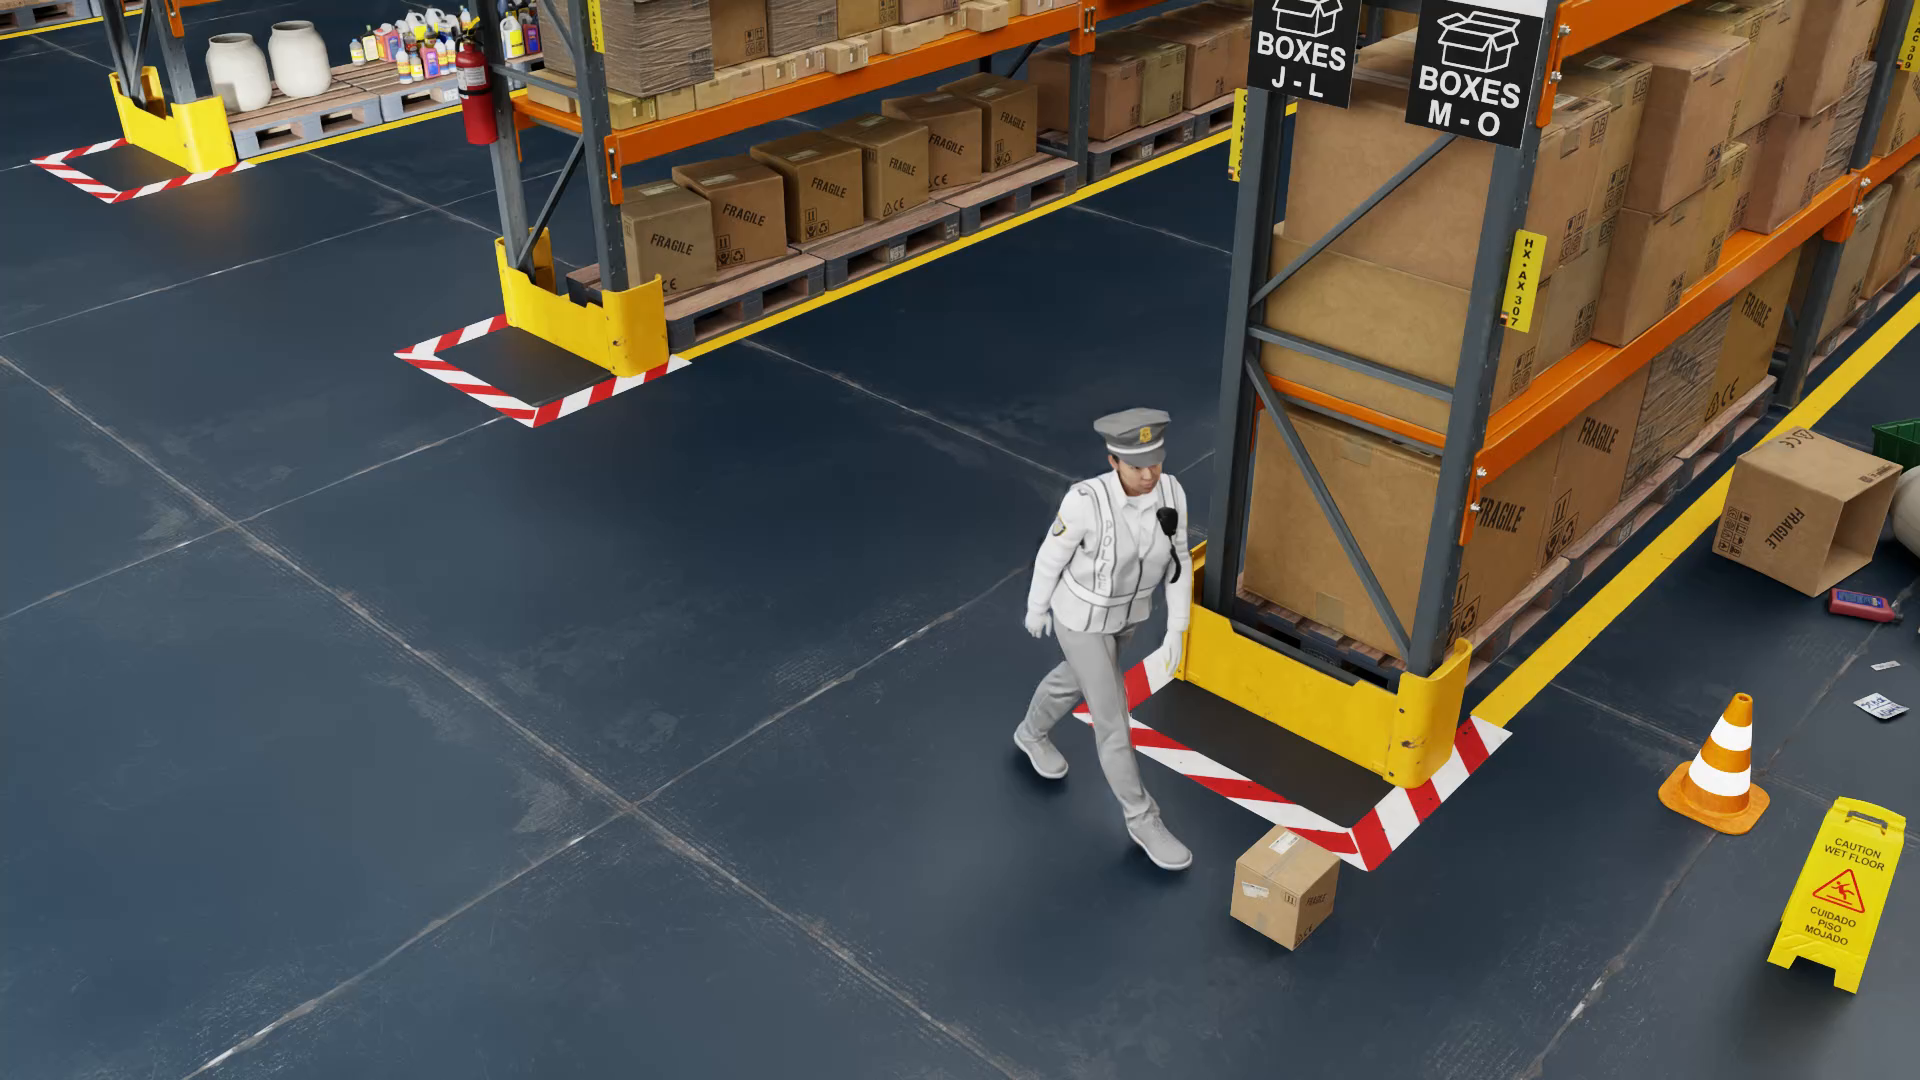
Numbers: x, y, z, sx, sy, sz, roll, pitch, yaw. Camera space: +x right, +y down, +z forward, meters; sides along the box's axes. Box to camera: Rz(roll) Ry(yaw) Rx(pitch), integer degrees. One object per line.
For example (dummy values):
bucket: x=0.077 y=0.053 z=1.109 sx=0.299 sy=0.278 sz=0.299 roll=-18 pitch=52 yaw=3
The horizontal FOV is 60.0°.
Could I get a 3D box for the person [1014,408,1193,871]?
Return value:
person: x=0.540 y=0.261 z=5.686 sx=0.447 sy=1.616 sz=0.925 roll=-23 pitch=38 yaw=-33
